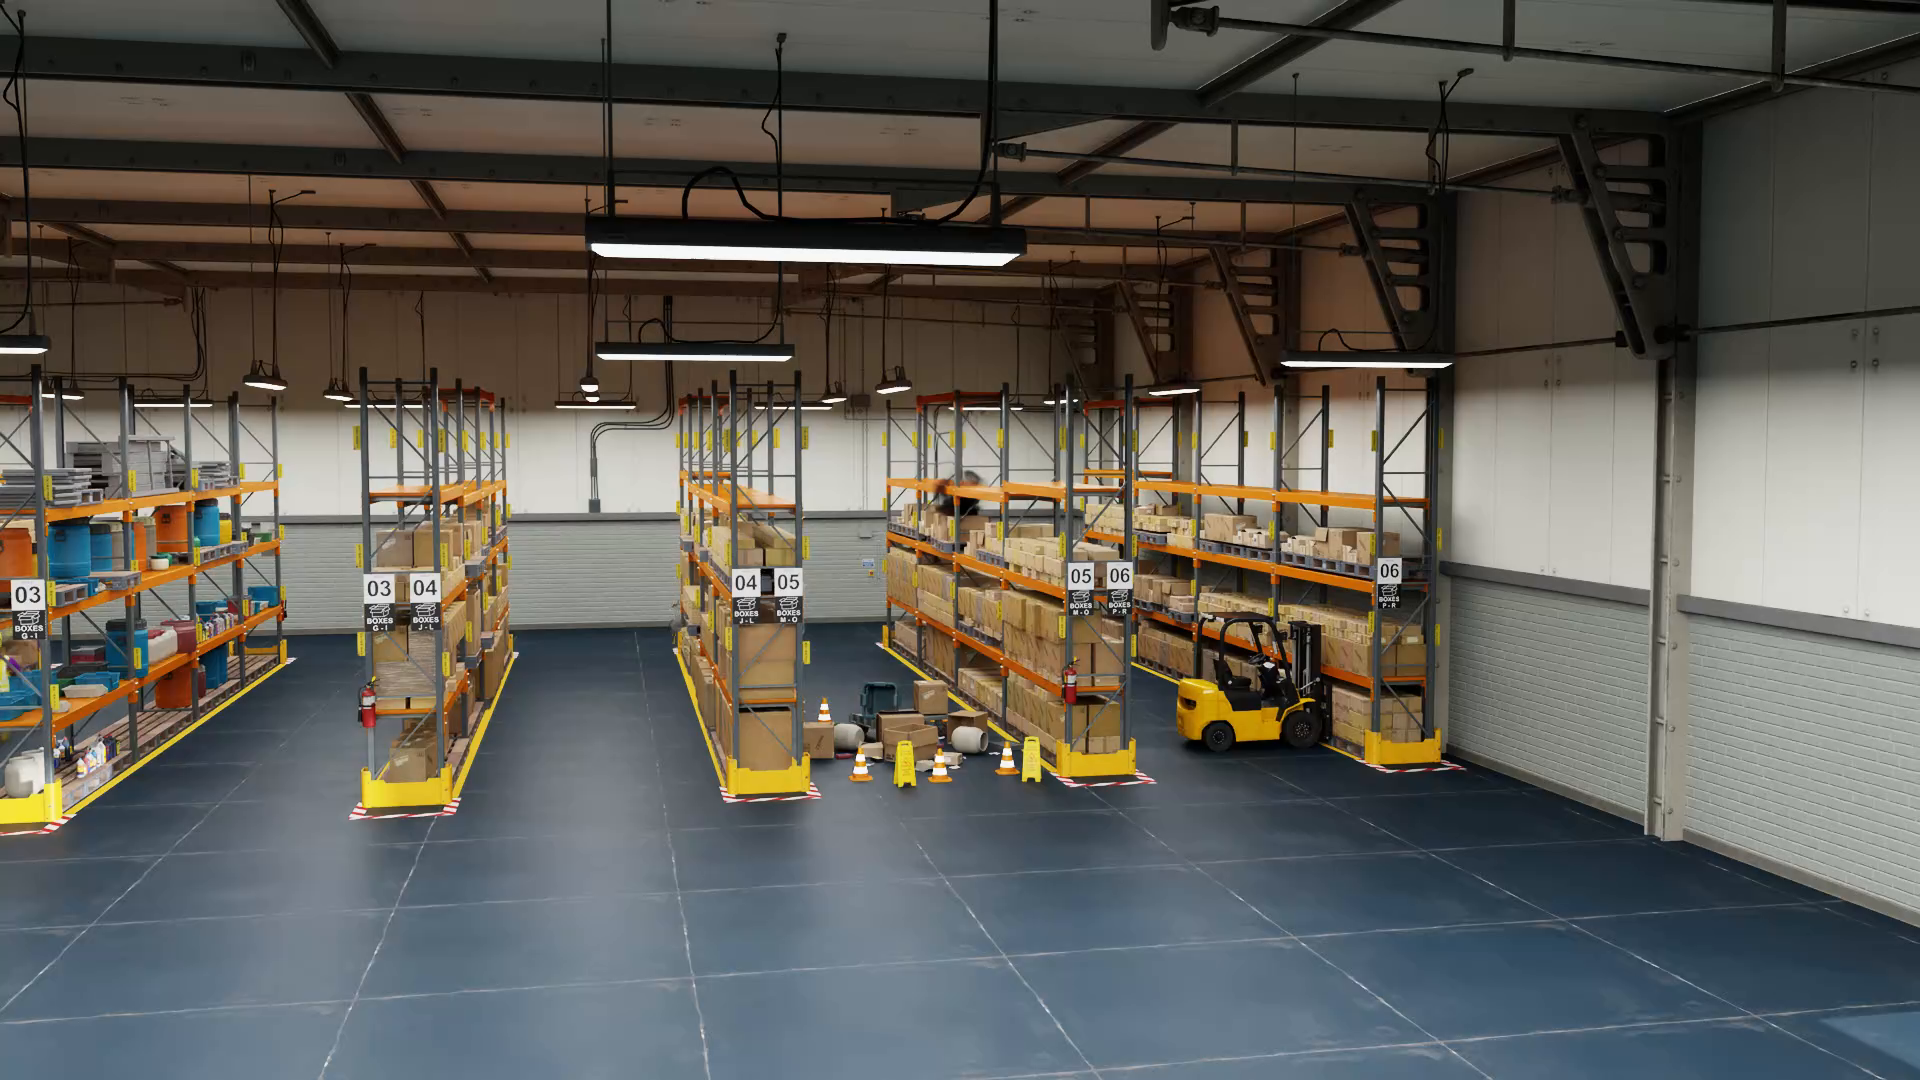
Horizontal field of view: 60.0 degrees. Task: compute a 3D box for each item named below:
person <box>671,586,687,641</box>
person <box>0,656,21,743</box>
[{"bbox_3d":[-6.693,1.735,40.547,0.718,1.477,0.650,-1,4,-15],"label":"person"},{"bbox_3d":[-15.820,2.504,27.266,0.685,1.723,0.623,-1,4,-19],"label":"person"}]
